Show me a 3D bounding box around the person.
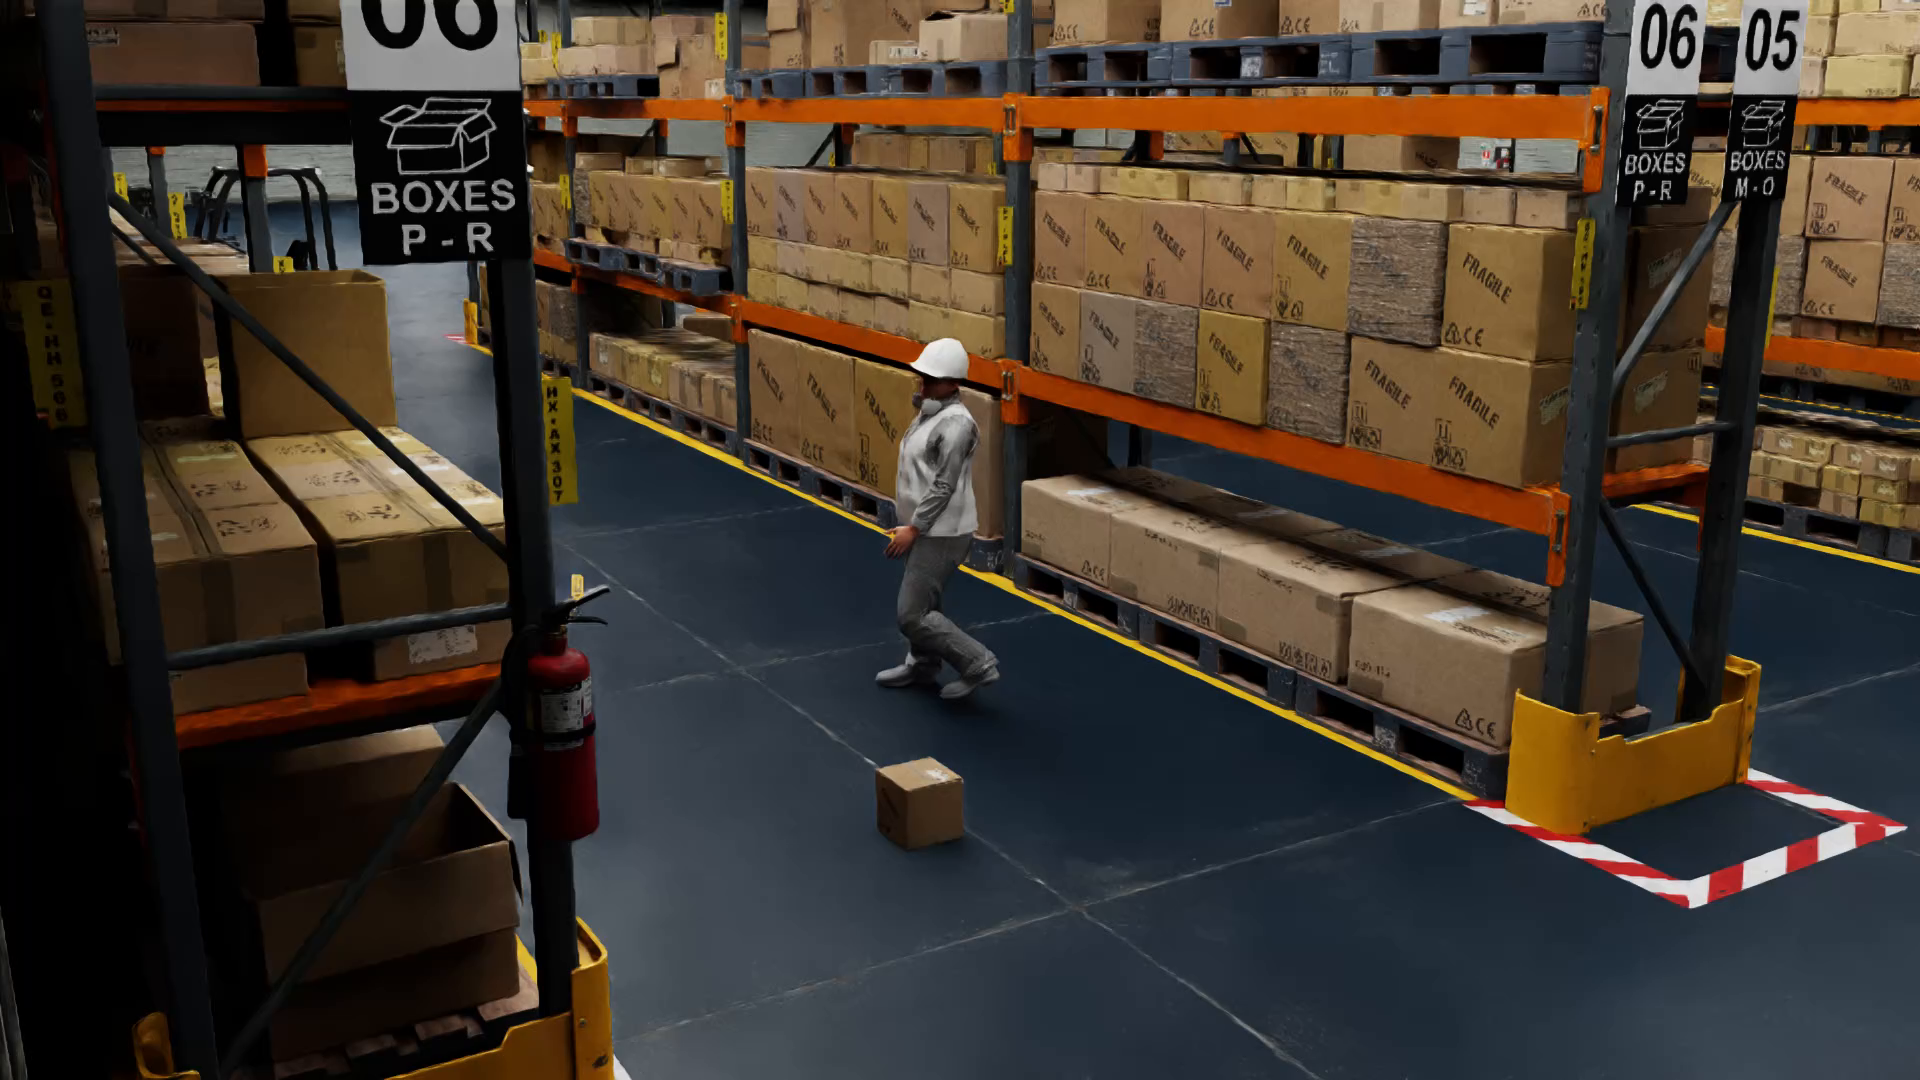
[{"bbox_3d":[-0.146,-0.081,7.746,0.534,1.751,0.682,-5,15,-17],"label":"person"}]
